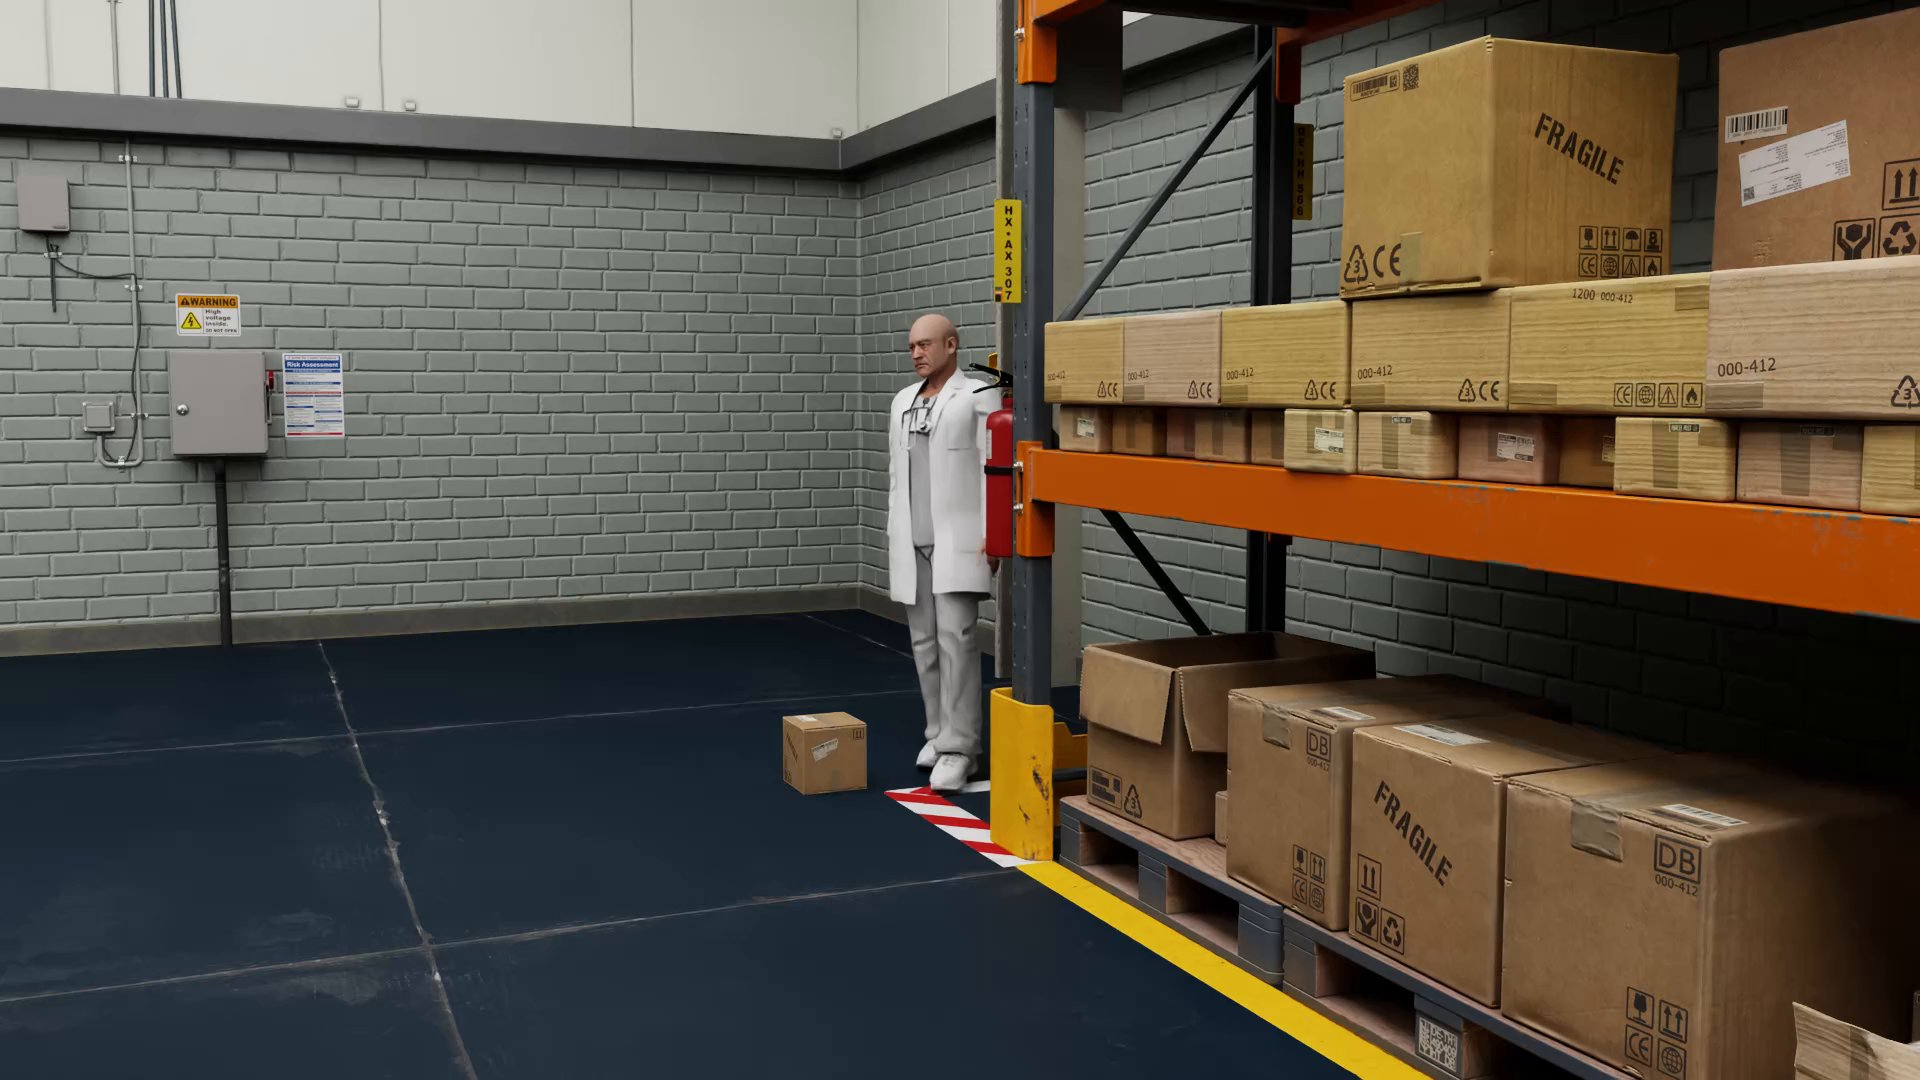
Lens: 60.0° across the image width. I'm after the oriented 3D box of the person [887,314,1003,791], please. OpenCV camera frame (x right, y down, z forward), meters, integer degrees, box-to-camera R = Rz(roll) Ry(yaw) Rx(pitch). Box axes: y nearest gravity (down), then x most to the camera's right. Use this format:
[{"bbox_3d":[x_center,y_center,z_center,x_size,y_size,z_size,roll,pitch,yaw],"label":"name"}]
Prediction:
[{"bbox_3d":[-0.127,0.016,6.426,0.611,1.775,0.629,4,6,34],"label":"person"}]
